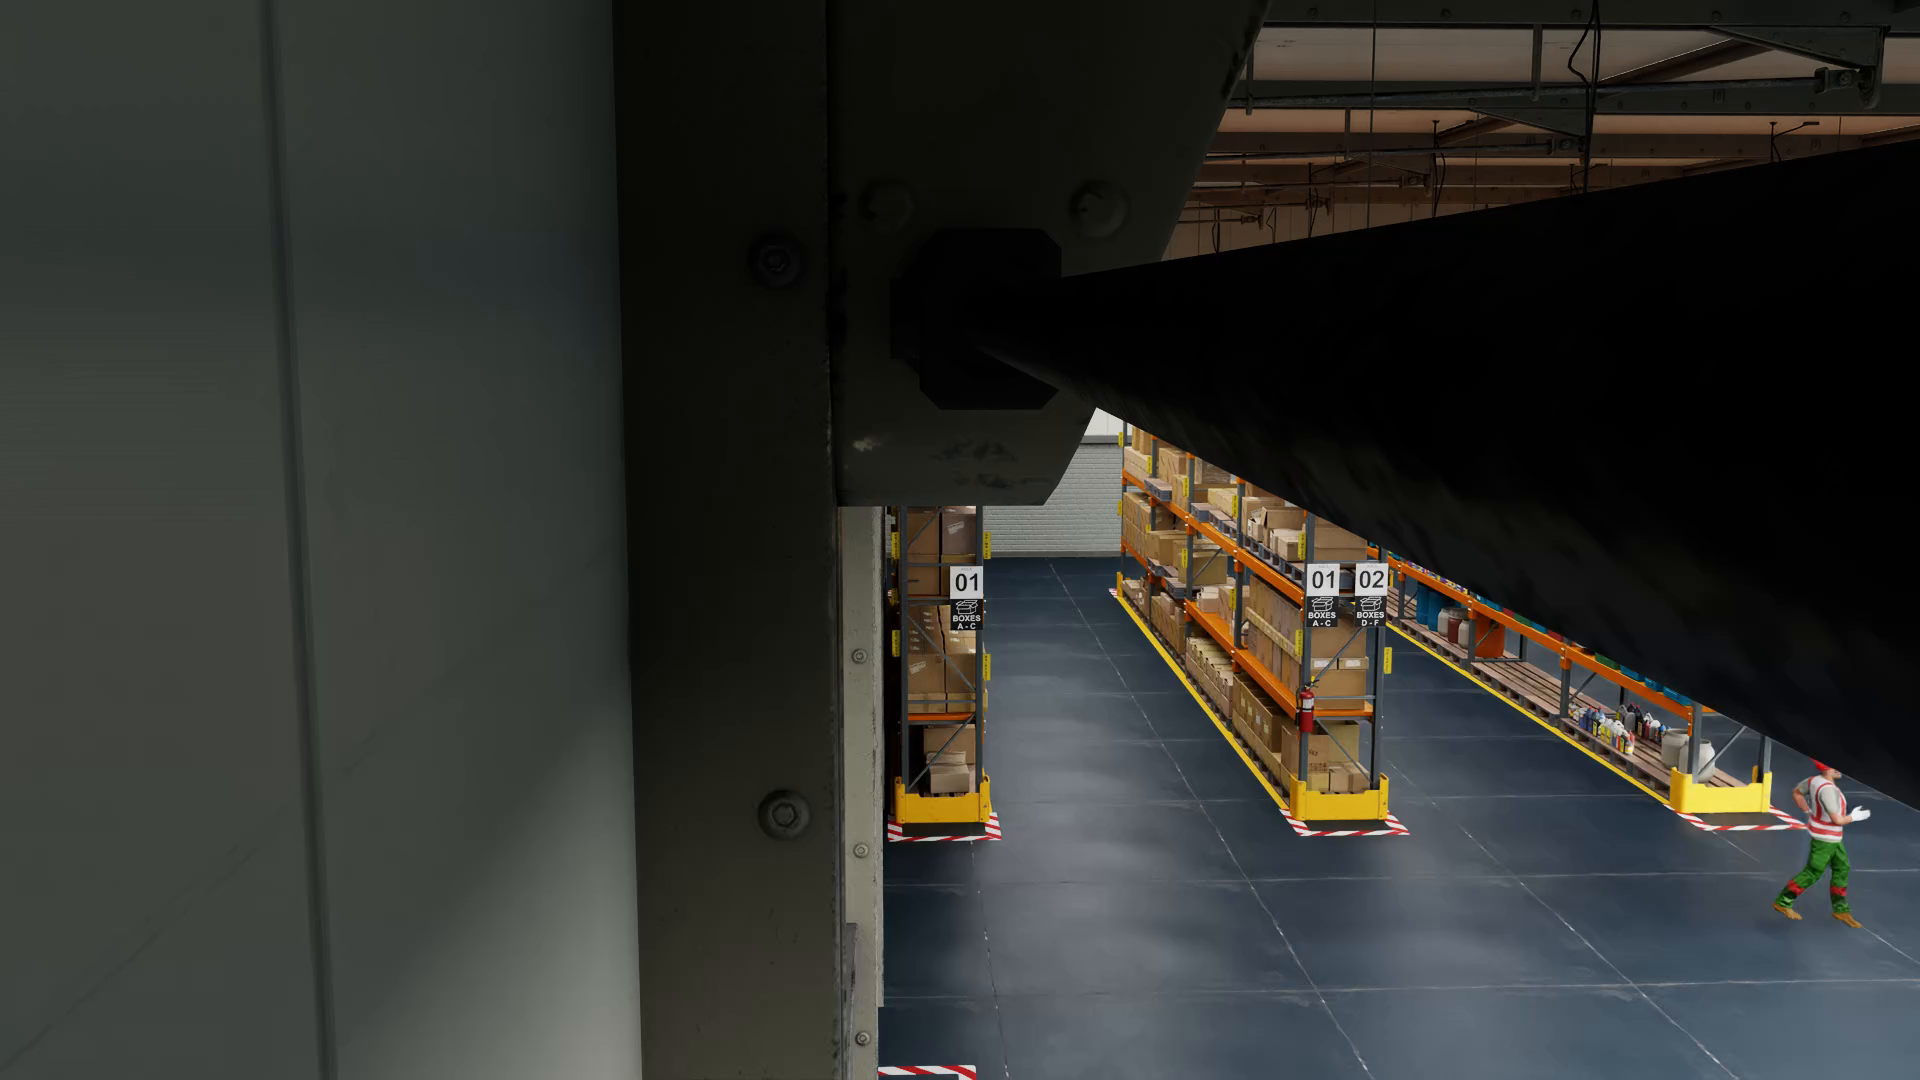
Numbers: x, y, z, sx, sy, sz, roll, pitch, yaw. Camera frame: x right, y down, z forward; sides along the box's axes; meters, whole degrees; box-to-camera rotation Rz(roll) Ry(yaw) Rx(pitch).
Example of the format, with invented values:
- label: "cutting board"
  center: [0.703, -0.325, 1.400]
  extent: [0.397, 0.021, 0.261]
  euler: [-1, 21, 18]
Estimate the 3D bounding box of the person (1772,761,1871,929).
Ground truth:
- label: "person"
  center: [8.800, 3.058, 16.962]
  extent: [0.862, 1.835, 0.653]
  euler: [3, 9, 21]
